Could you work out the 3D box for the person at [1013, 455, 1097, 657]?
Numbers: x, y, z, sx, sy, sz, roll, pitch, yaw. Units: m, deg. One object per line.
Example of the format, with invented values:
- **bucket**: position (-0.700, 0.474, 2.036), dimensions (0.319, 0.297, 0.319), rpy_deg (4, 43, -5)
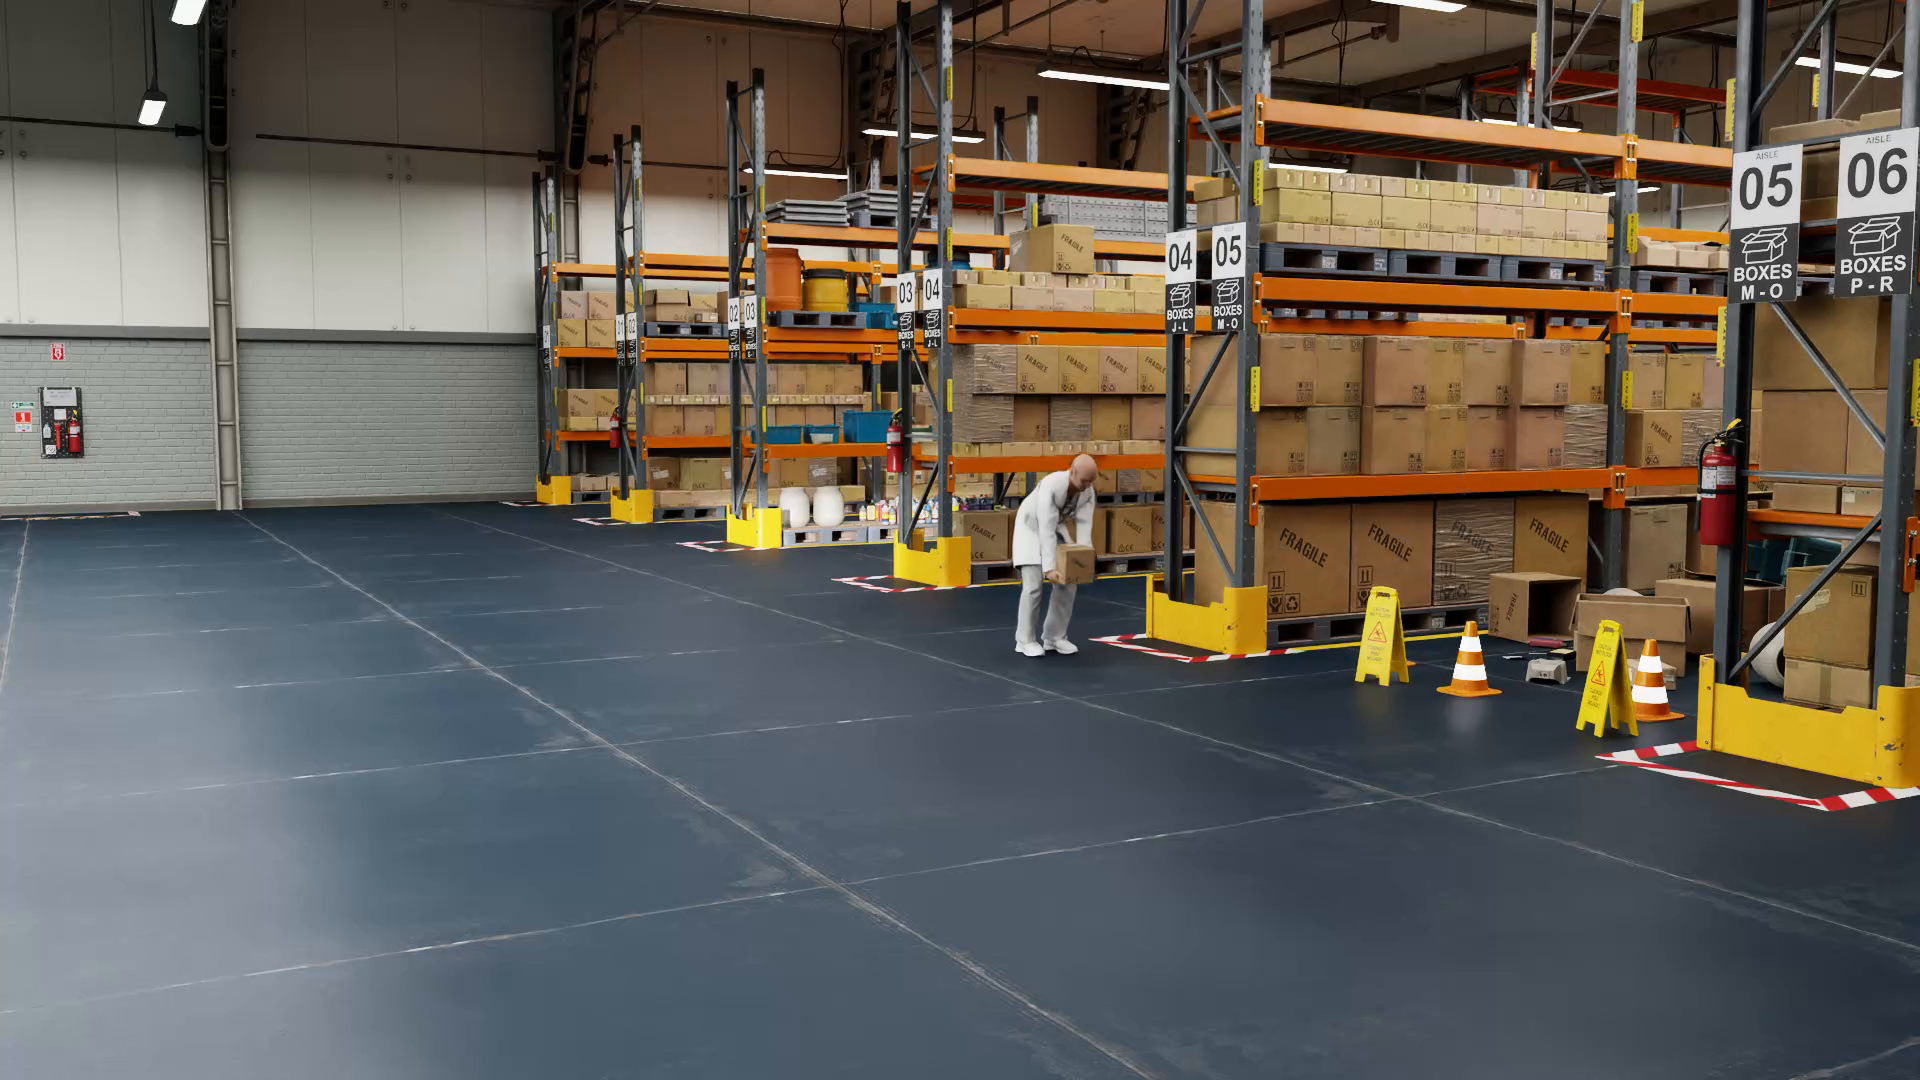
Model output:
- **person**: position (0.725, 0.124, 12.245), dimensions (0.549, 1.492, 0.816), rpy_deg (-3, 6, -30)
